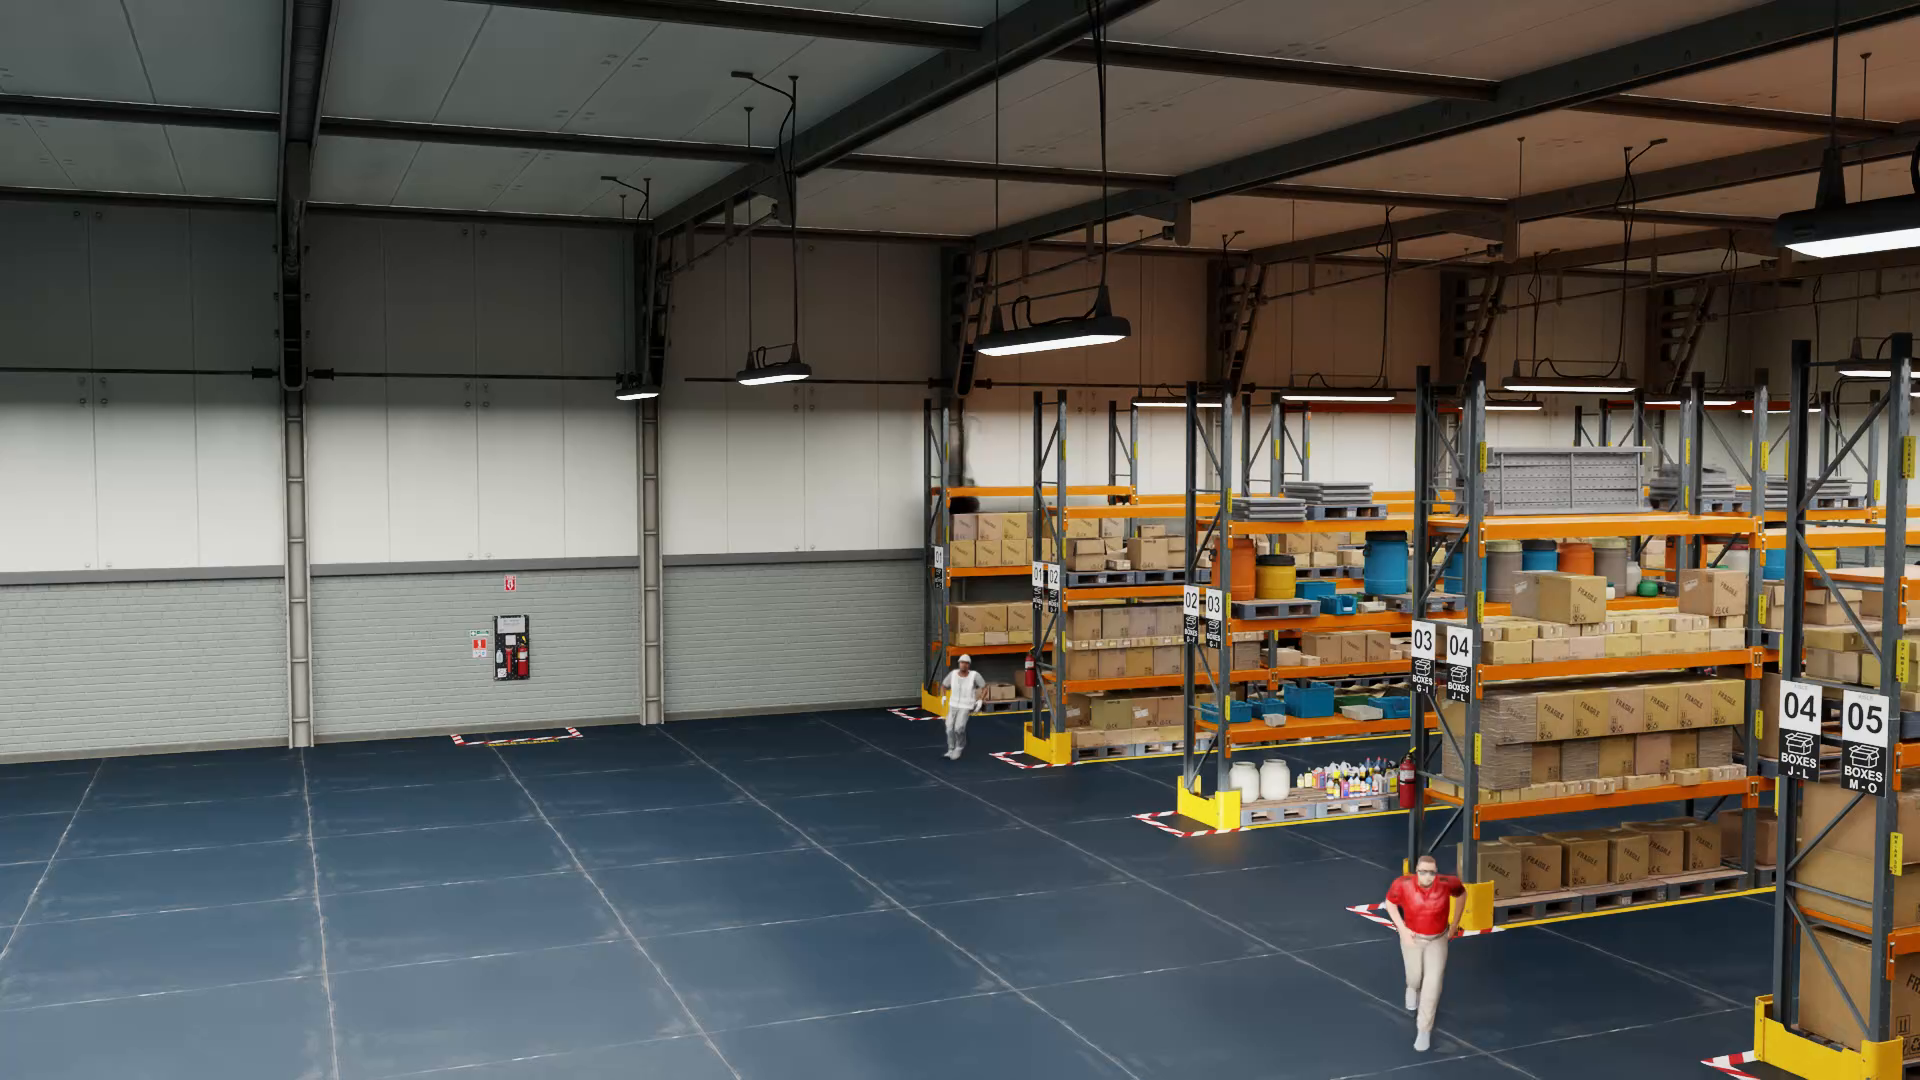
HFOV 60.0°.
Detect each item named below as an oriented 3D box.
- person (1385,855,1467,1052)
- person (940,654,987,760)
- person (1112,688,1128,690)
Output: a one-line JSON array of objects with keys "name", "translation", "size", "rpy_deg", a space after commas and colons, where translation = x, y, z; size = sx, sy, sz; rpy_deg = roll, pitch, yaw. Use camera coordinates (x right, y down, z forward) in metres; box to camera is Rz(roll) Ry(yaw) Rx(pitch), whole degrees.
[{"name": "person", "translation": [4.043, 3.506, 14.551], "size": [0.664, 1.692, 1.008], "rpy_deg": [1, 3, 9]}, {"name": "person", "translation": [0.018, 2.709, 26.930], "size": [0.749, 1.723, 0.577], "rpy_deg": [1, 4, 20]}, {"name": "person", "translation": [2.866, 2.507, 30.352], "size": [0.585, 1.740, 0.646], "rpy_deg": [-3, 4, -38]}]
